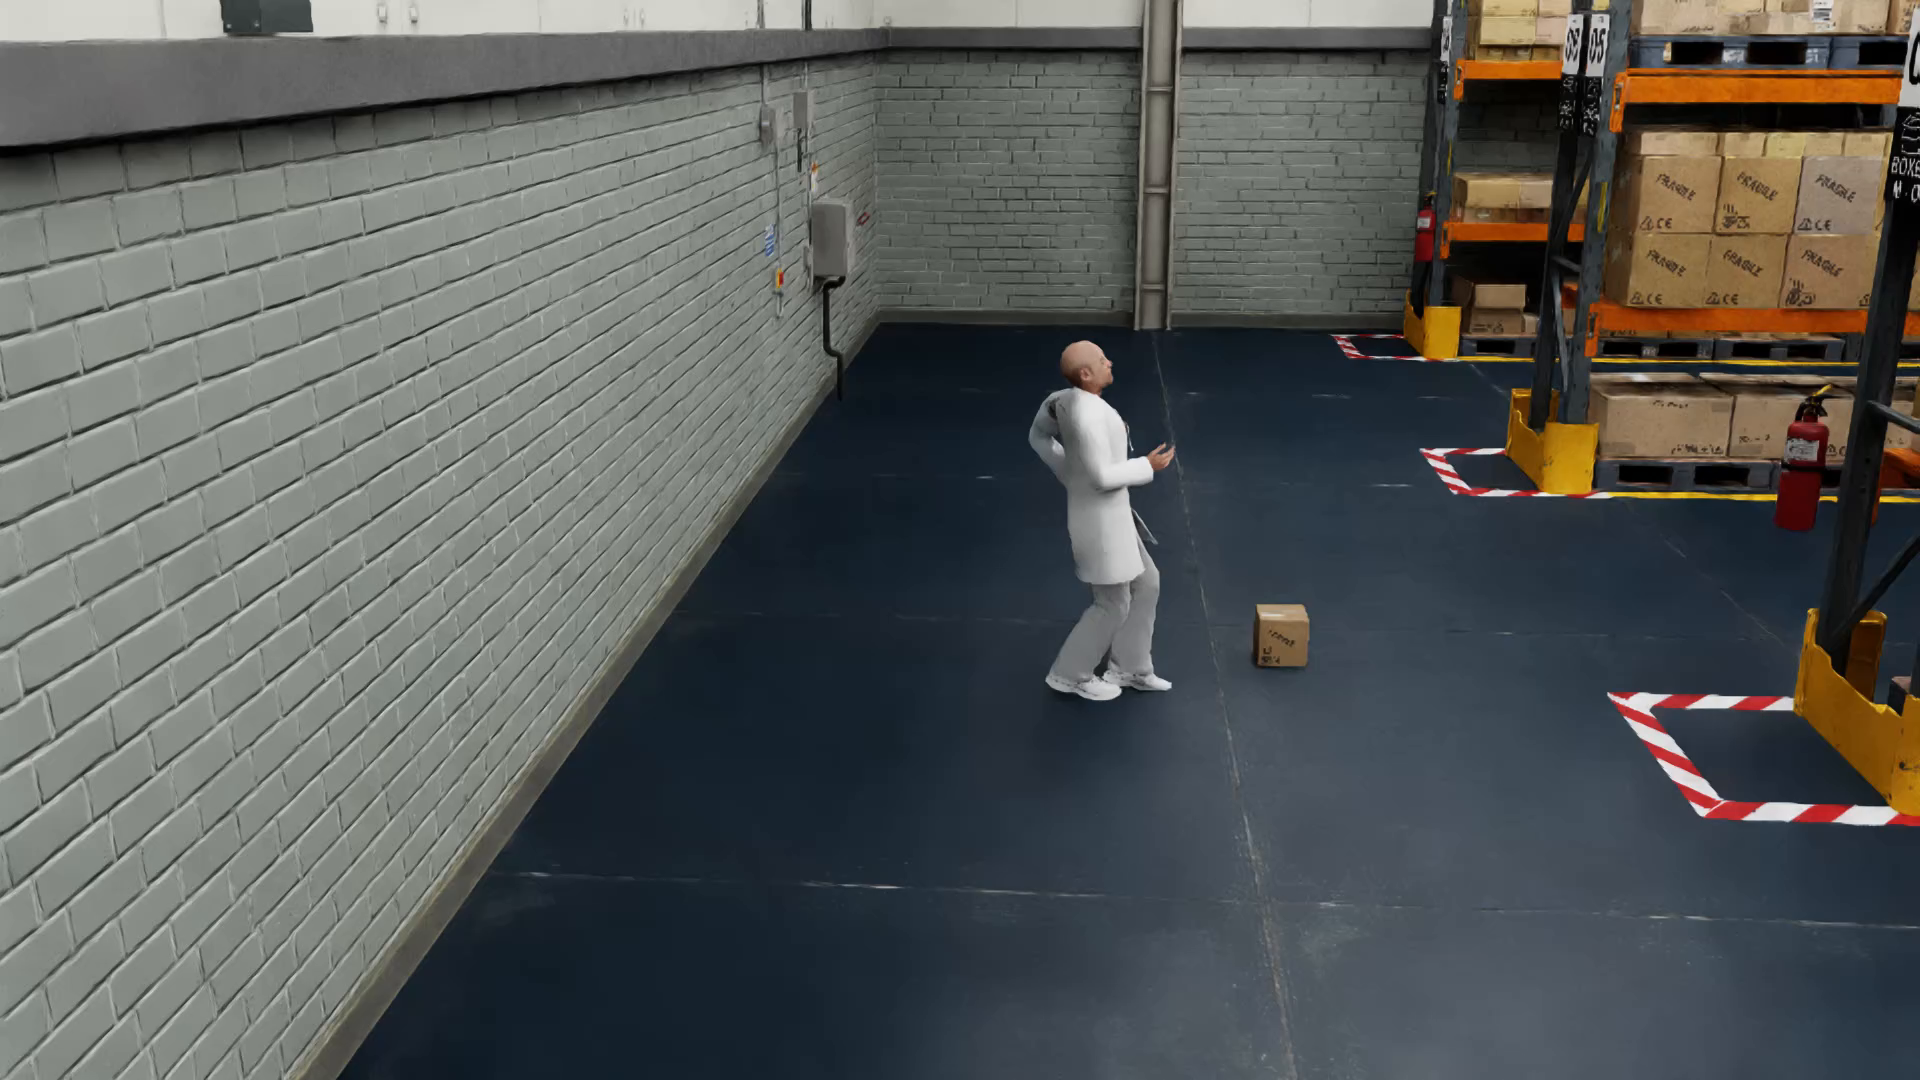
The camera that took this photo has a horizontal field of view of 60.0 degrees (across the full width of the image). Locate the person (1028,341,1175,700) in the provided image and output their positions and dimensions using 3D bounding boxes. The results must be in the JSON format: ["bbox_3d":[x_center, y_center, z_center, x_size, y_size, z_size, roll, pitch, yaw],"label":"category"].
[{"bbox_3d":[0.684,-0.059,7.864,0.733,1.784,0.684,1,17,3],"label":"person"}]
